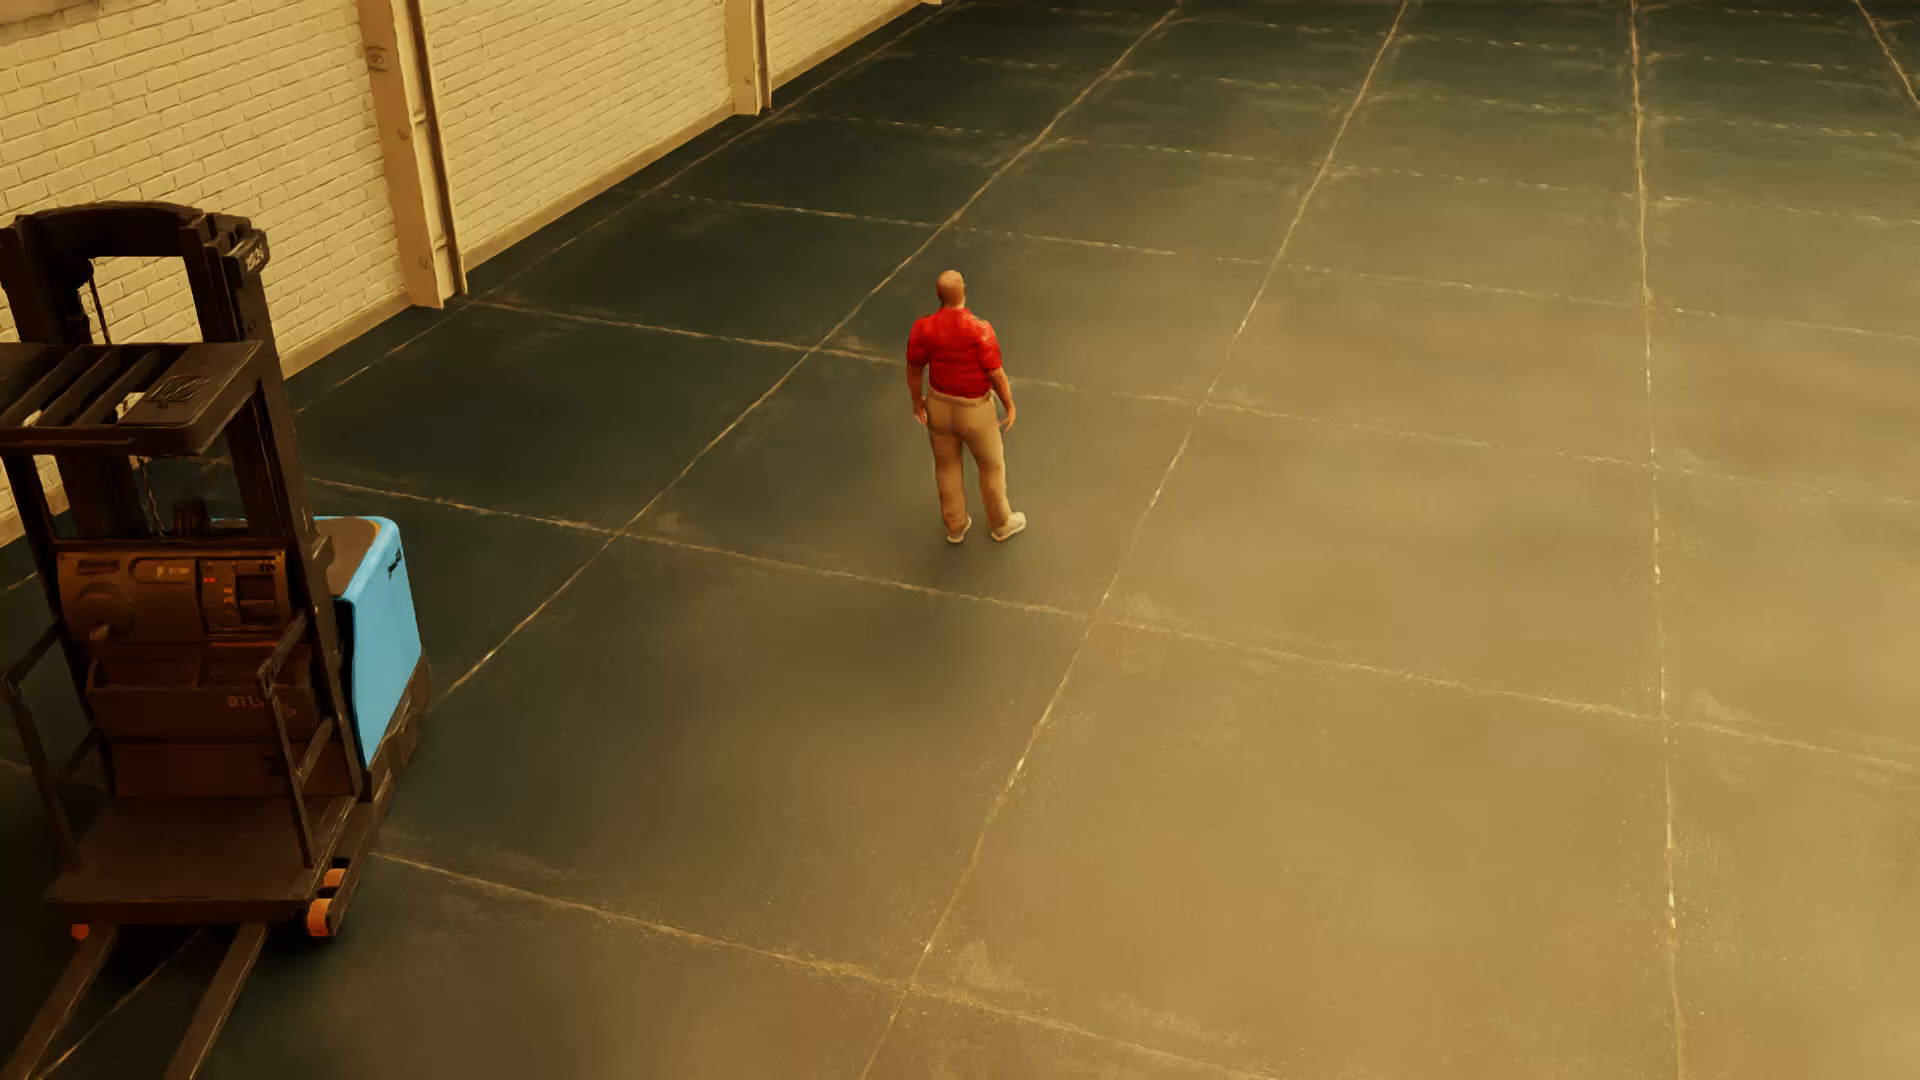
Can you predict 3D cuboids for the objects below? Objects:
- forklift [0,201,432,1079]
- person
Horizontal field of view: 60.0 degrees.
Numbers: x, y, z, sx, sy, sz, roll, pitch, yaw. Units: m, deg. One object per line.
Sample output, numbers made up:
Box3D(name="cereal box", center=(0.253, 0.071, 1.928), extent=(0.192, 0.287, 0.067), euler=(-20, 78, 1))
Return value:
Box3D(name="forklift", center=(-3.222, 0.274, 6.655), extent=(1.130, 2.935, 3.031), euler=(-1, 30, -1))
Box3D(name="person", center=(0.040, -0.797, 9.735), extent=(0.640, 1.726, 0.550), euler=(10, 31, 16))
